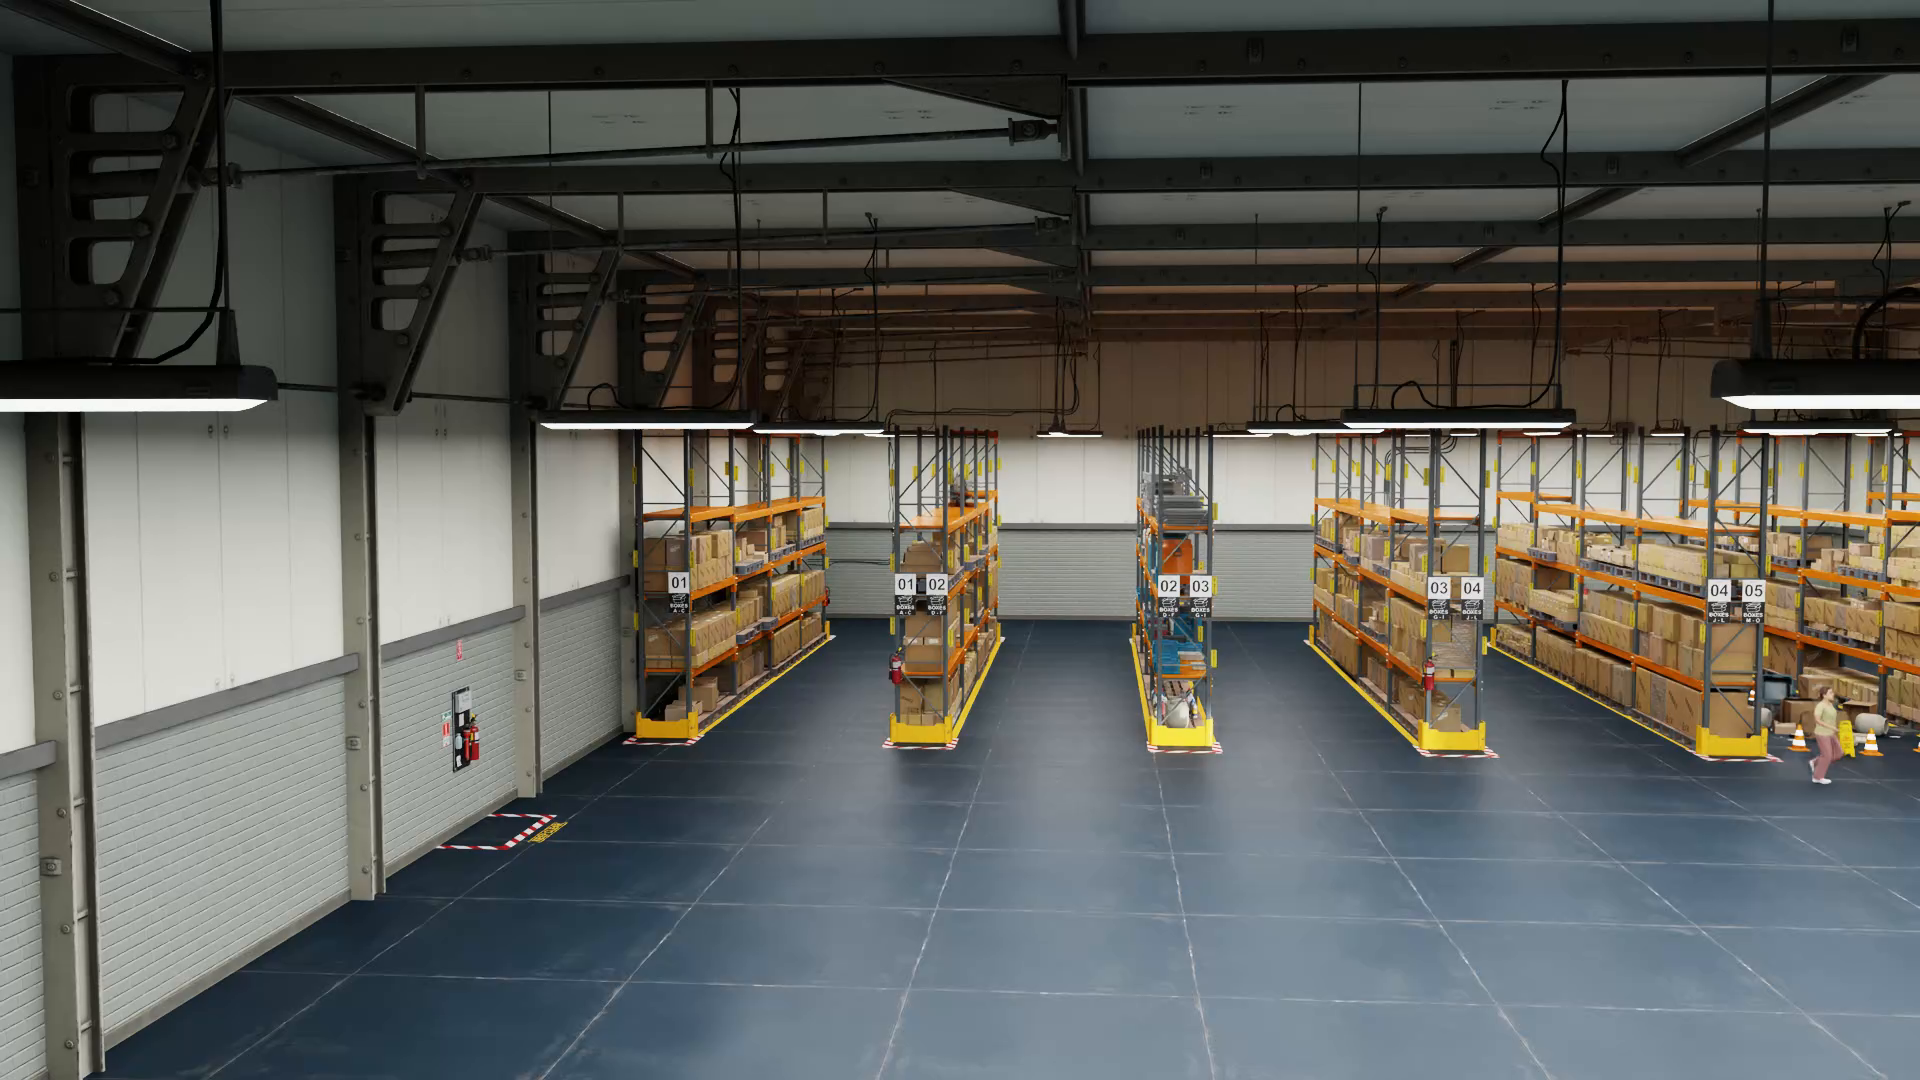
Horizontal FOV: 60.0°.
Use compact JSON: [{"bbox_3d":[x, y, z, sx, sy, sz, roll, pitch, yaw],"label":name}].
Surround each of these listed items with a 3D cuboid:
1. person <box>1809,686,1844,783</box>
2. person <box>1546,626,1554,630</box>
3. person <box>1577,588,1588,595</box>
[{"bbox_3d":[14.413,3.248,27.674,0.621,1.603,0.566,-3,4,-38],"label":"person"},{"bbox_3d":[16.610,2.102,46.945,0.705,1.644,0.764,-2,4,-26],"label":"person"},{"bbox_3d":[17.814,2.047,47.357,0.938,1.726,0.649,0,3,0],"label":"person"}]
